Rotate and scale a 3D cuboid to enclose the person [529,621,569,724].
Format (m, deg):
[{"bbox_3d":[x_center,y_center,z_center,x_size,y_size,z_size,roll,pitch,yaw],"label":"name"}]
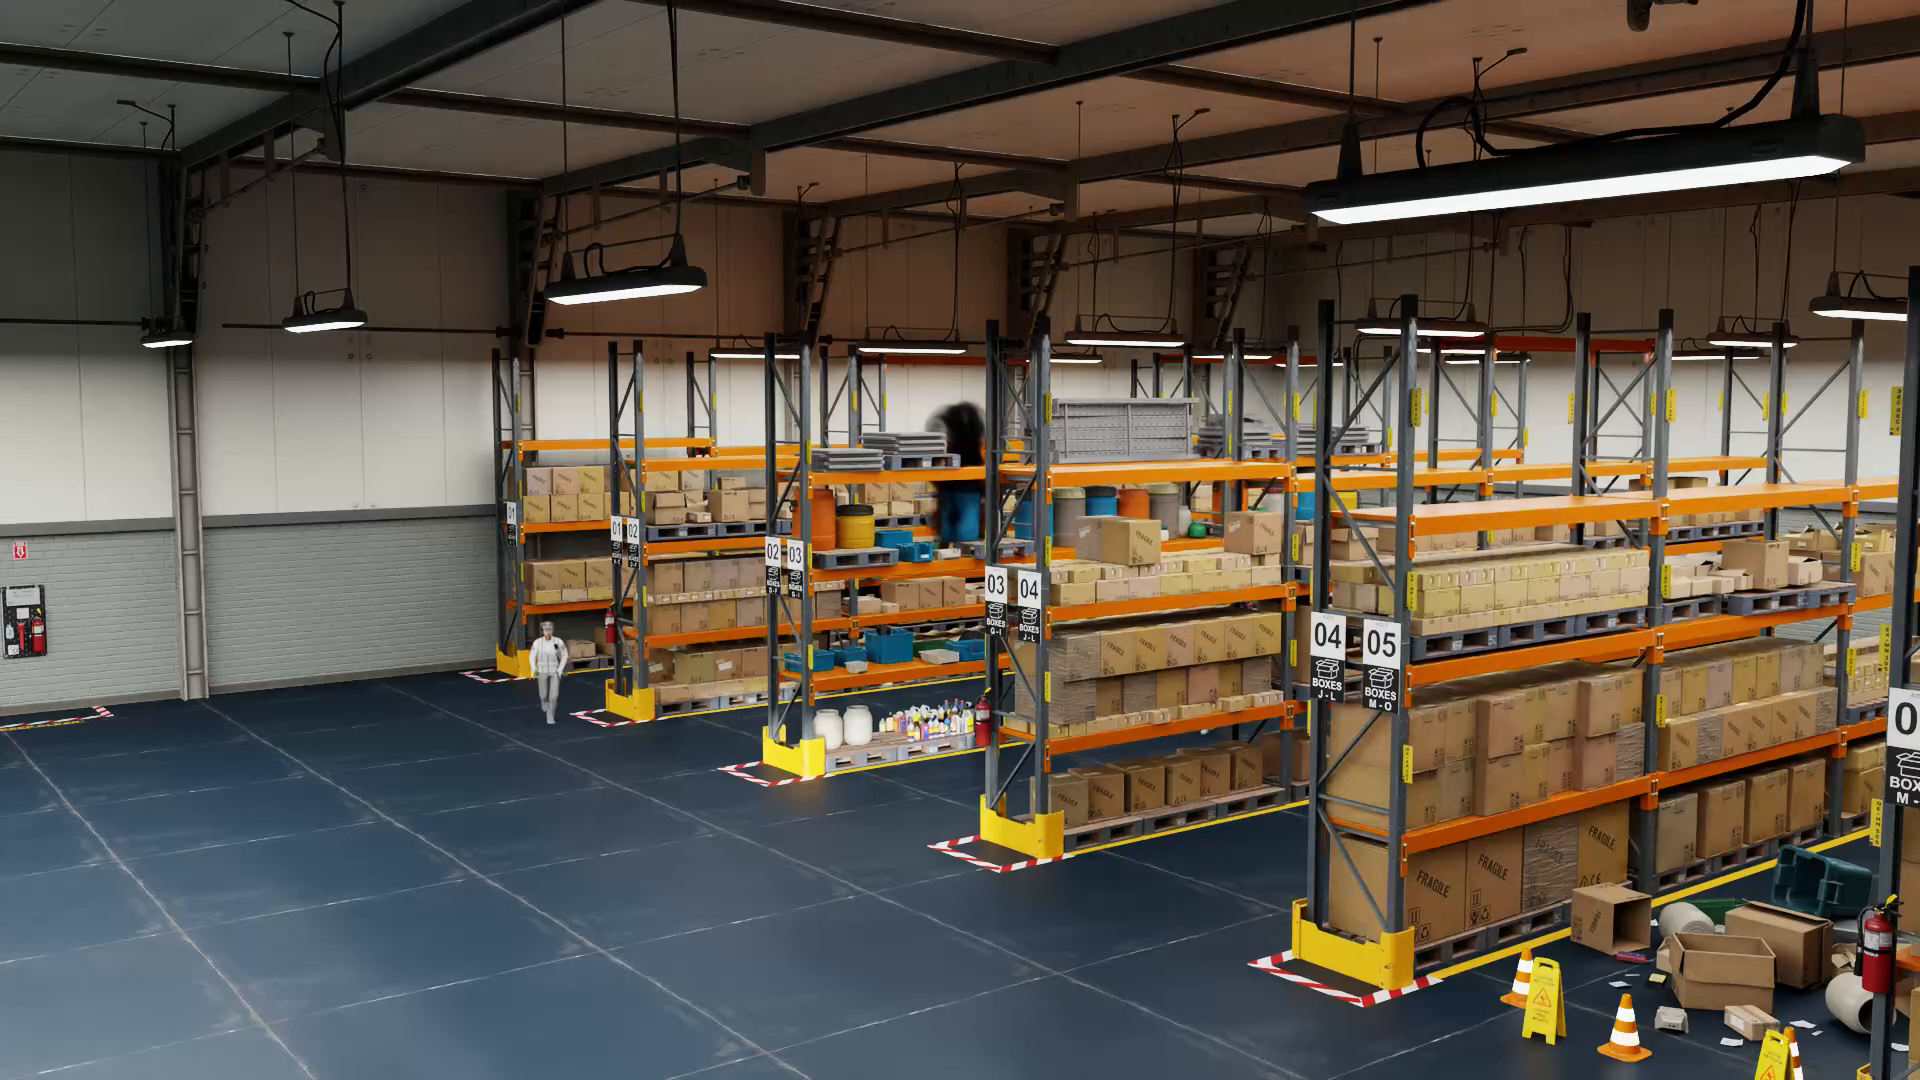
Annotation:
[{"bbox_3d":[-6.460,2.064,26.147,0.607,1.634,0.565,-1,5,-11],"label":"person"}]

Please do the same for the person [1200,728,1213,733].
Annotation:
[{"bbox_3d":[3.817,2.147,25.330,0.556,1.602,0.651,3,6,33],"label":"person"}]

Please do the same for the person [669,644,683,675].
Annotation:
[{"bbox_3d":[-5.116,1.690,30.161,0.599,1.765,0.738,4,7,41],"label":"person"}]
